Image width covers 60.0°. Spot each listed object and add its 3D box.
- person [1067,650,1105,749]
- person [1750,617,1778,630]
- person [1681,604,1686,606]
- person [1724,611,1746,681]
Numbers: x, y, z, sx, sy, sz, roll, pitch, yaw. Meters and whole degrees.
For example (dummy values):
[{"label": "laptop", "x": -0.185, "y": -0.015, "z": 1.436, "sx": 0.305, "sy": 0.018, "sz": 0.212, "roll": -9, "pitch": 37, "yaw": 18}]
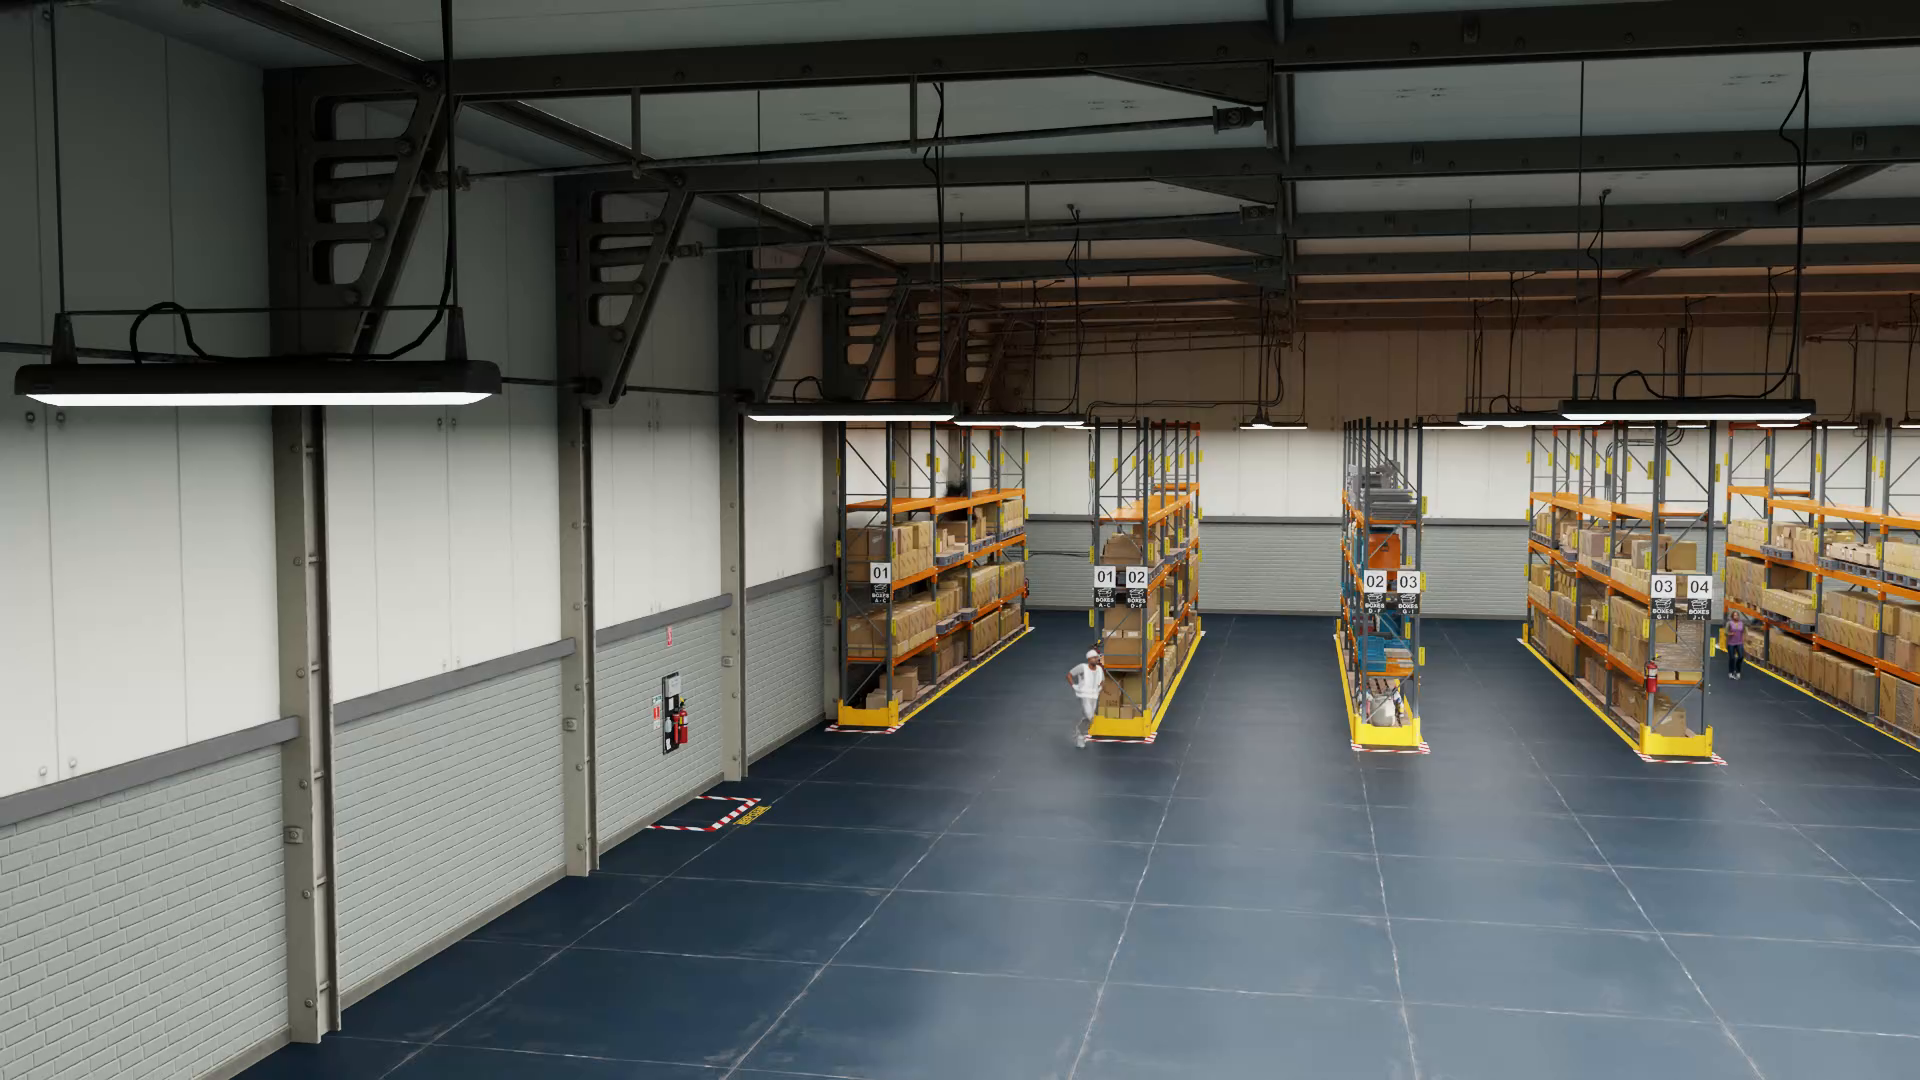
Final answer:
[{"label": "person", "x": 2.331, "y": 2.886, "z": 30.257, "sx": 0.684, "sy": 1.783, "sz": 0.629, "roll": -3, "pitch": 5, "yaw": -35}, {"label": "person", "x": 21.805, "y": 1.966, "z": 45.079, "sx": 0.806, "sy": 1.749, "sz": 0.756, "roll": -3, "pitch": 5, "yaw": -37}, {"label": "person", "x": 18.763, "y": 1.994, "z": 43.577, "sx": 0.760, "sy": 1.722, "sz": 1.036, "roll": 3, "pitch": 5, "yaw": 41}, {"label": "person", "x": 17.898, "y": 2.436, "z": 38.368, "sx": 0.517, "sy": 1.608, "sz": 0.639, "roll": 1, "pitch": 4, "yaw": 13}]
